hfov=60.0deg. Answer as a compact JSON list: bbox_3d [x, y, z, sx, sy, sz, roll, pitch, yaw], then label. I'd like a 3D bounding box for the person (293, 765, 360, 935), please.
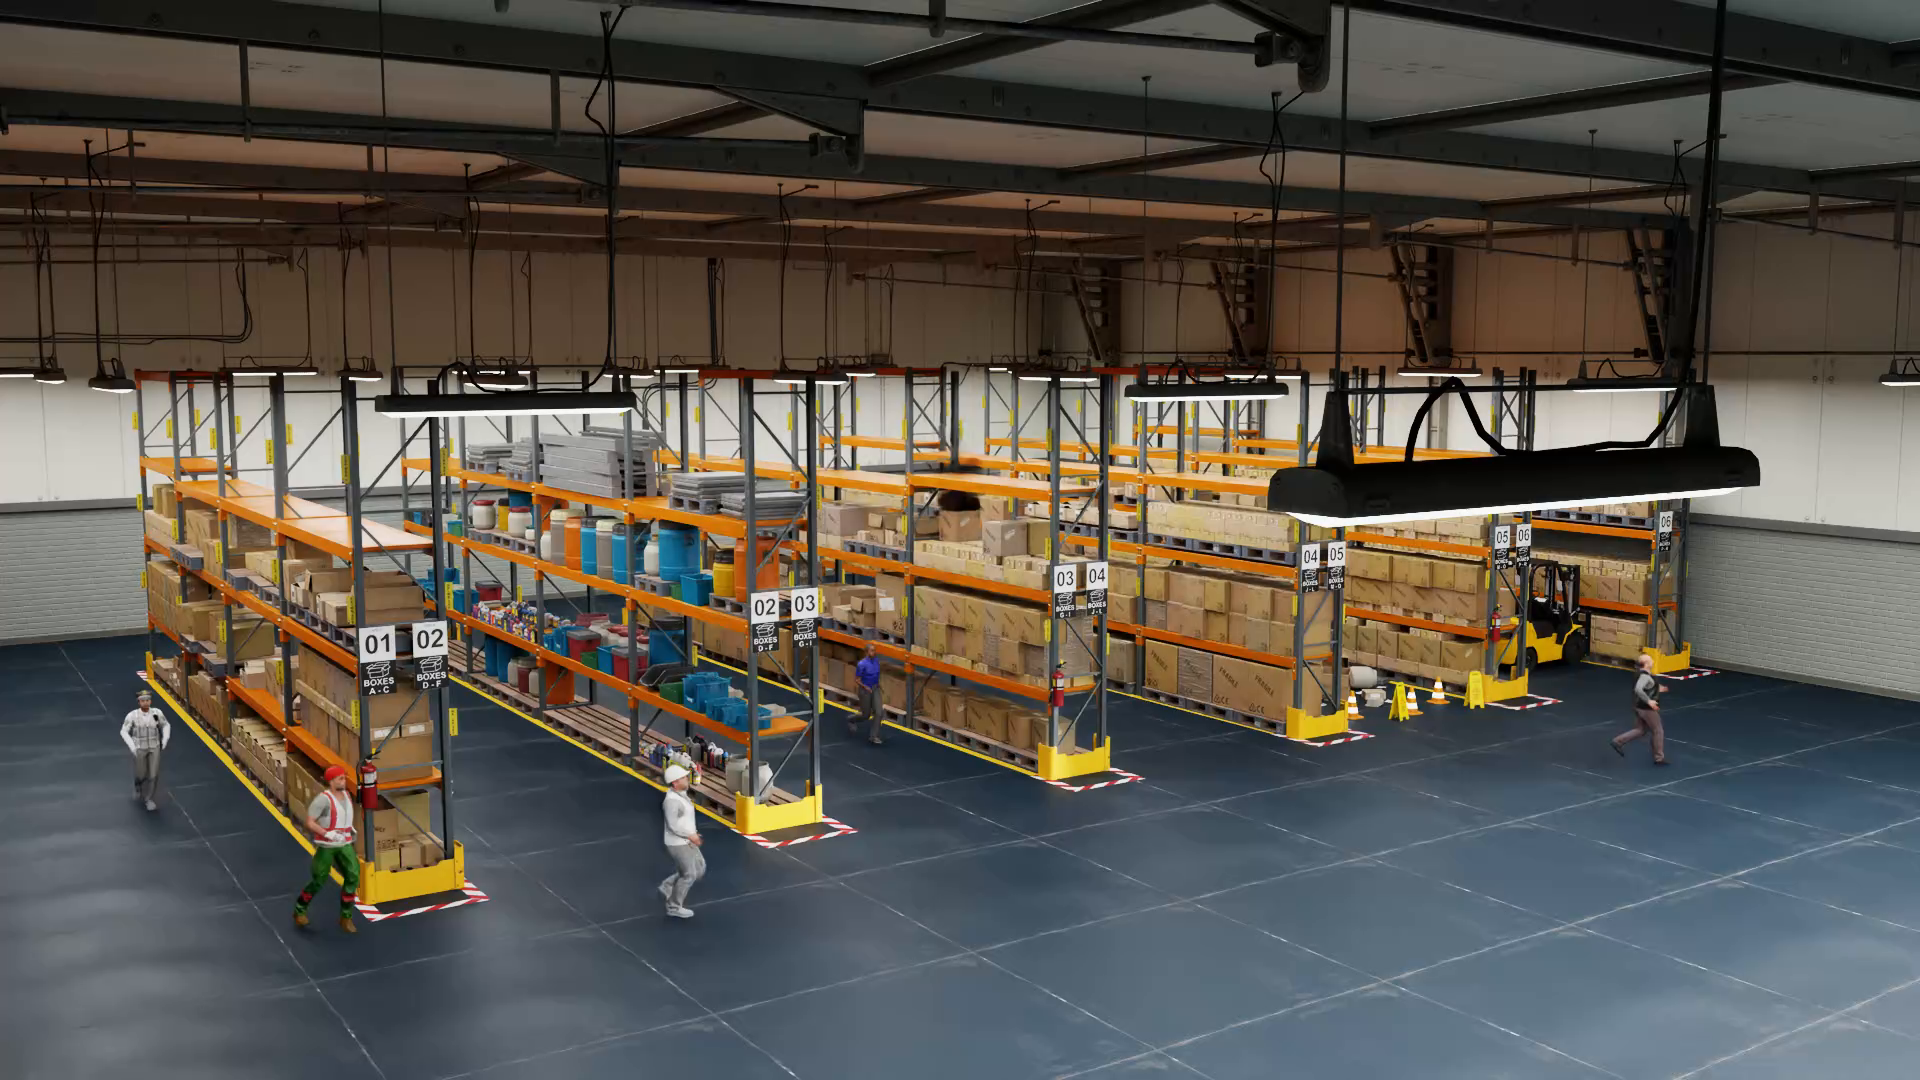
[{"bbox_3d":[-6.896,3.388,18.350,0.812,1.804,0.721,3,7,28],"label":"person"}]

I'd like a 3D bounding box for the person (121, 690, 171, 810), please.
[{"bbox_3d":[-11.347,2.898,23.218,0.642,1.675,0.559,-5,8,-36],"label":"person"}]

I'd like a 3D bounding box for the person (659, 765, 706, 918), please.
[{"bbox_3d":[-3.137,3.372,18.693,0.523,1.736,0.668,-1,6,-5],"label":"person"}]

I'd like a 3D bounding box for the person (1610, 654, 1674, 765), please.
[{"bbox_3d":[10.510,2.597,25.530,0.930,1.699,0.666,1,7,8],"label":"person"}]

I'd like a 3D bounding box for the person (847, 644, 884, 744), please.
[{"bbox_3d":[-1.519,2.484,27.112,0.565,1.611,0.768,-6,9,-41],"label":"person"}]
